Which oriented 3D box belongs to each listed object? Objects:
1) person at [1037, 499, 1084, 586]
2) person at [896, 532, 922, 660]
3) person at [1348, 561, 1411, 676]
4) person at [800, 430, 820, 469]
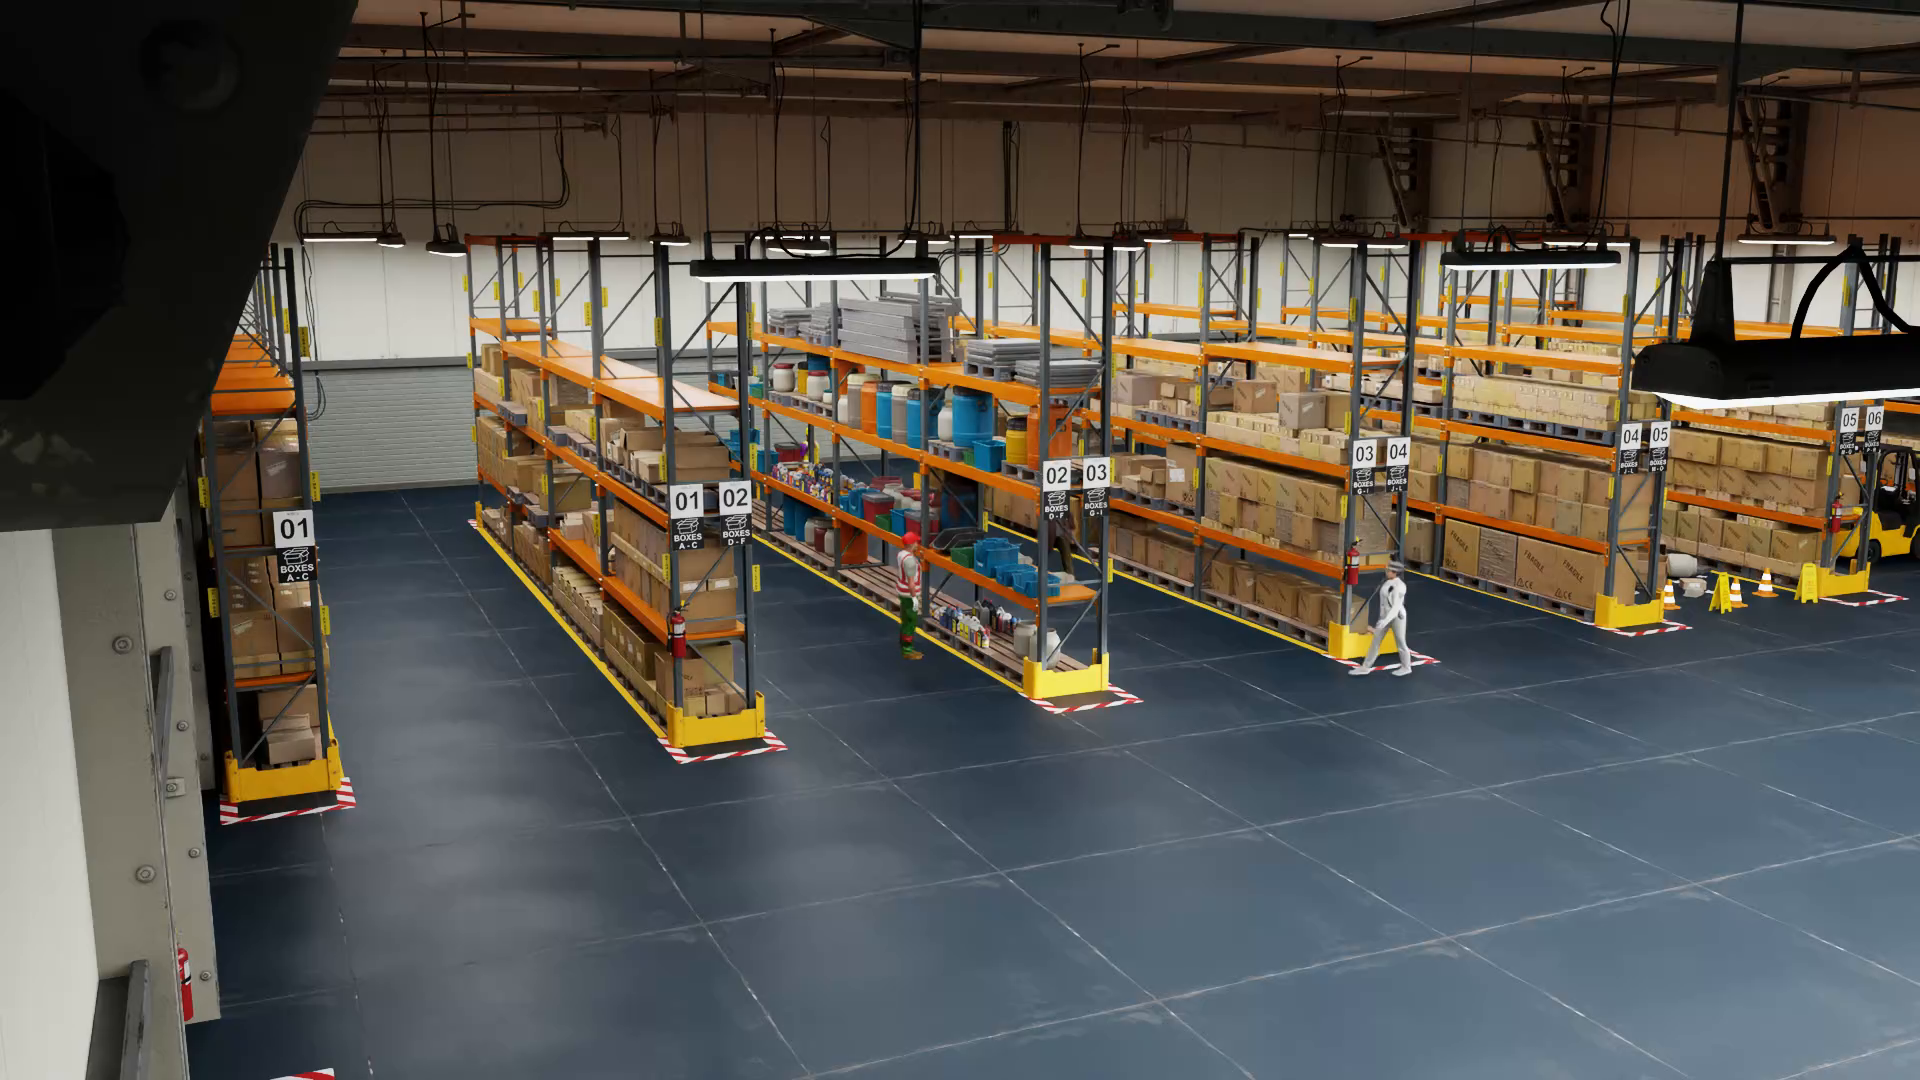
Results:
[{"bbox_3d":[1.655,-0.113,27.552,0.702,1.730,1.062,-7,13,-31],"label":"person"},{"bbox_3d":[-0.685,0.764,22.990,0.372,1.796,0.573,-2,11,-12],"label":"person"},{"bbox_3d":[5.897,1.102,23.049,0.872,1.643,0.520,-6,13,-30],"label":"person"},{"bbox_3d":[-3.254,-1.590,36.710,0.556,1.768,0.596,5,12,23],"label":"person"}]
